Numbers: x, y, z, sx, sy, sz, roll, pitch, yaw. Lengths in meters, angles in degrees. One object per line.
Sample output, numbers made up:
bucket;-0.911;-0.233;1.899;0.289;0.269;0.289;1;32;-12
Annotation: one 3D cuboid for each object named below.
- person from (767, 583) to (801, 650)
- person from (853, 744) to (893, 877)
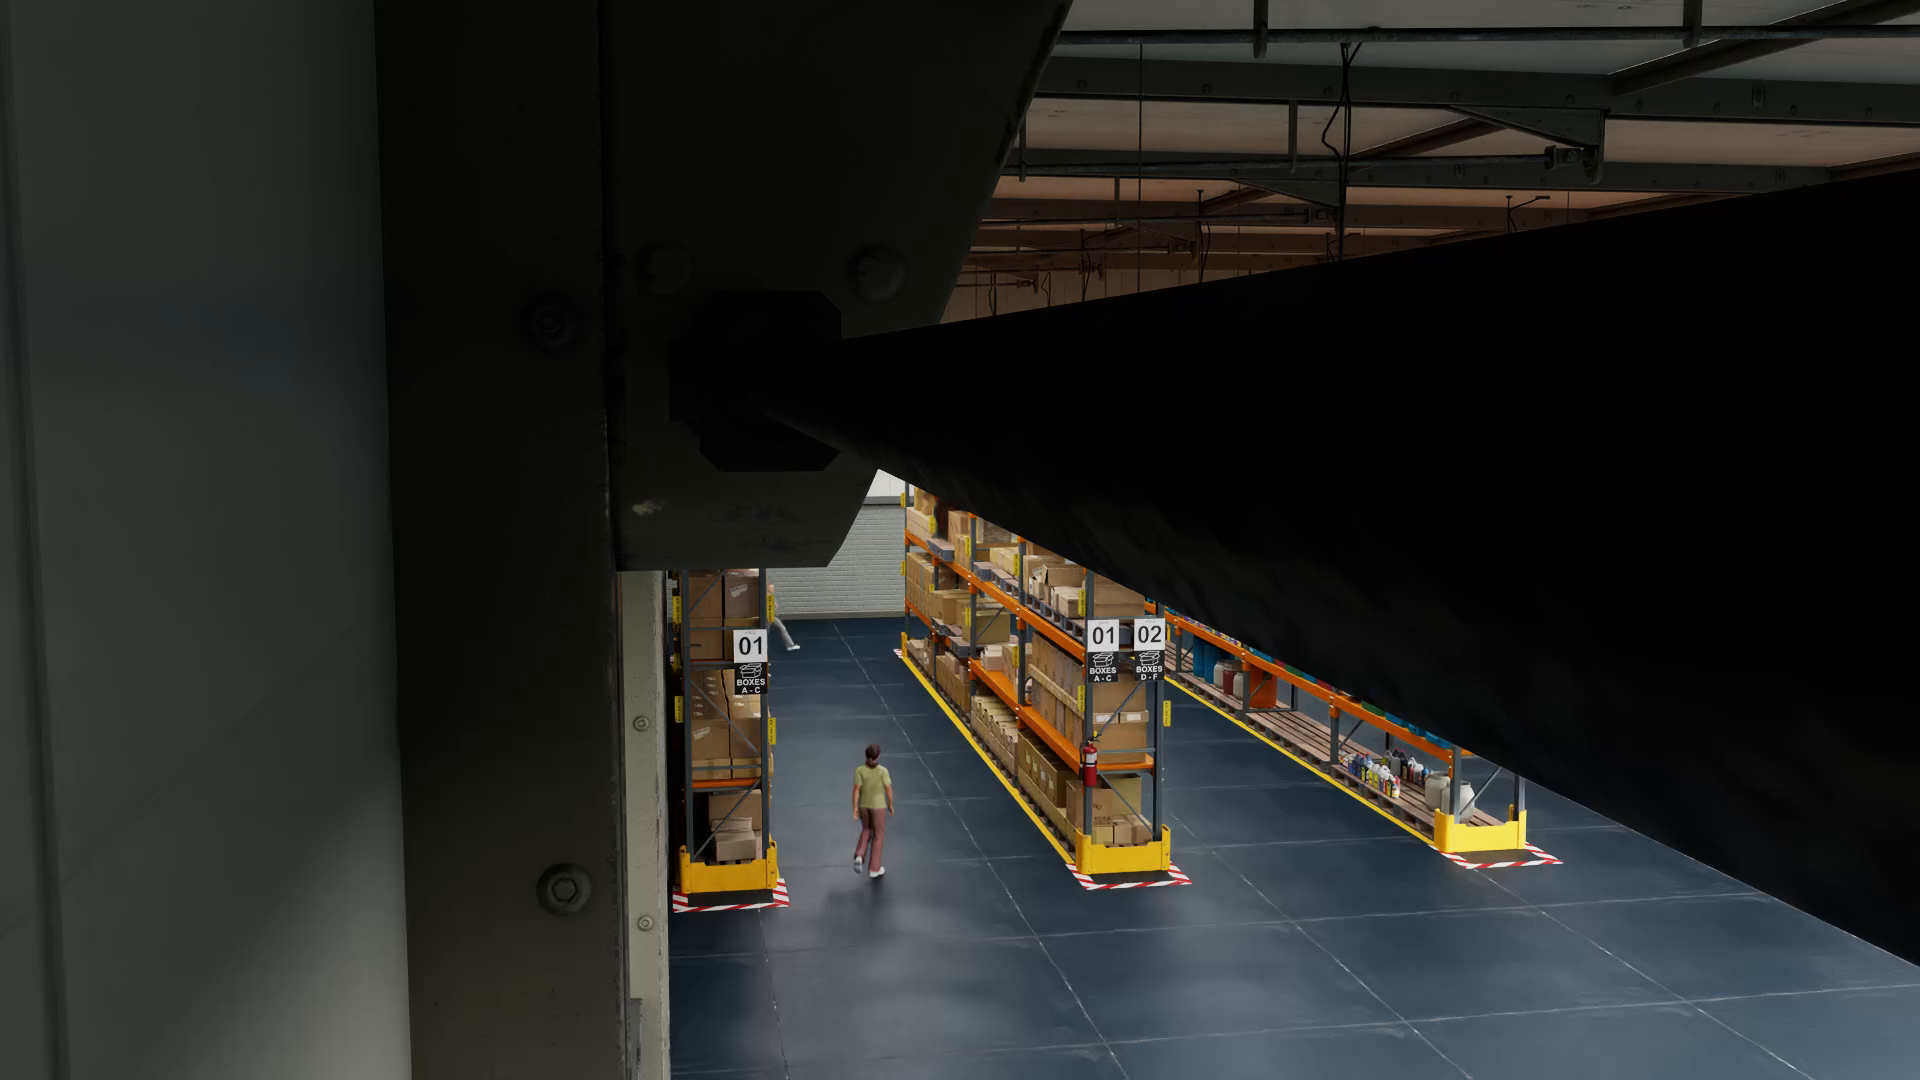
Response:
person;-4.178;1.714;36.855;1.195;1.549;0.672;1;6;9
person;-1.074;3.345;20.647;0.462;1.662;0.469;3;7;25
